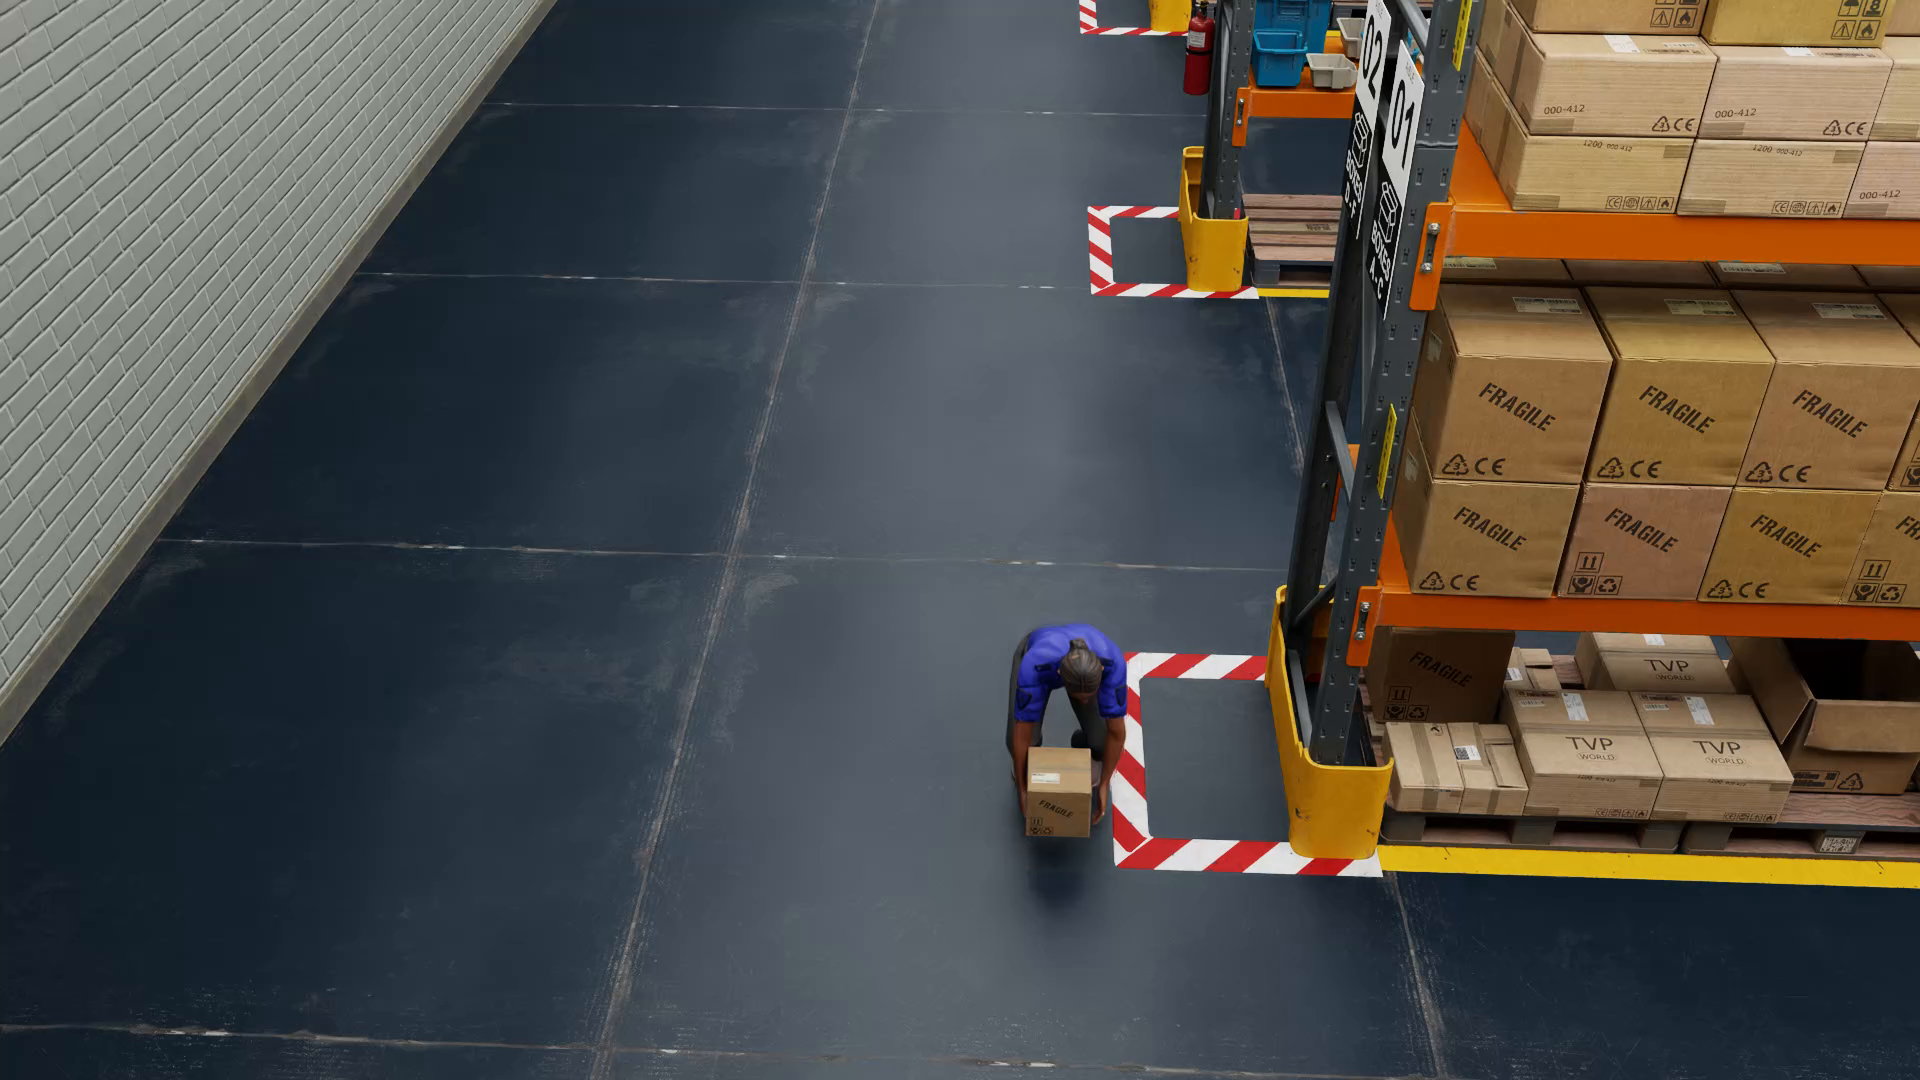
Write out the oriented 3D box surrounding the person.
[{"bbox_3d":[0.431,0.667,6.802,0.483,0.958,0.810,1,36,2],"label":"person"}]
